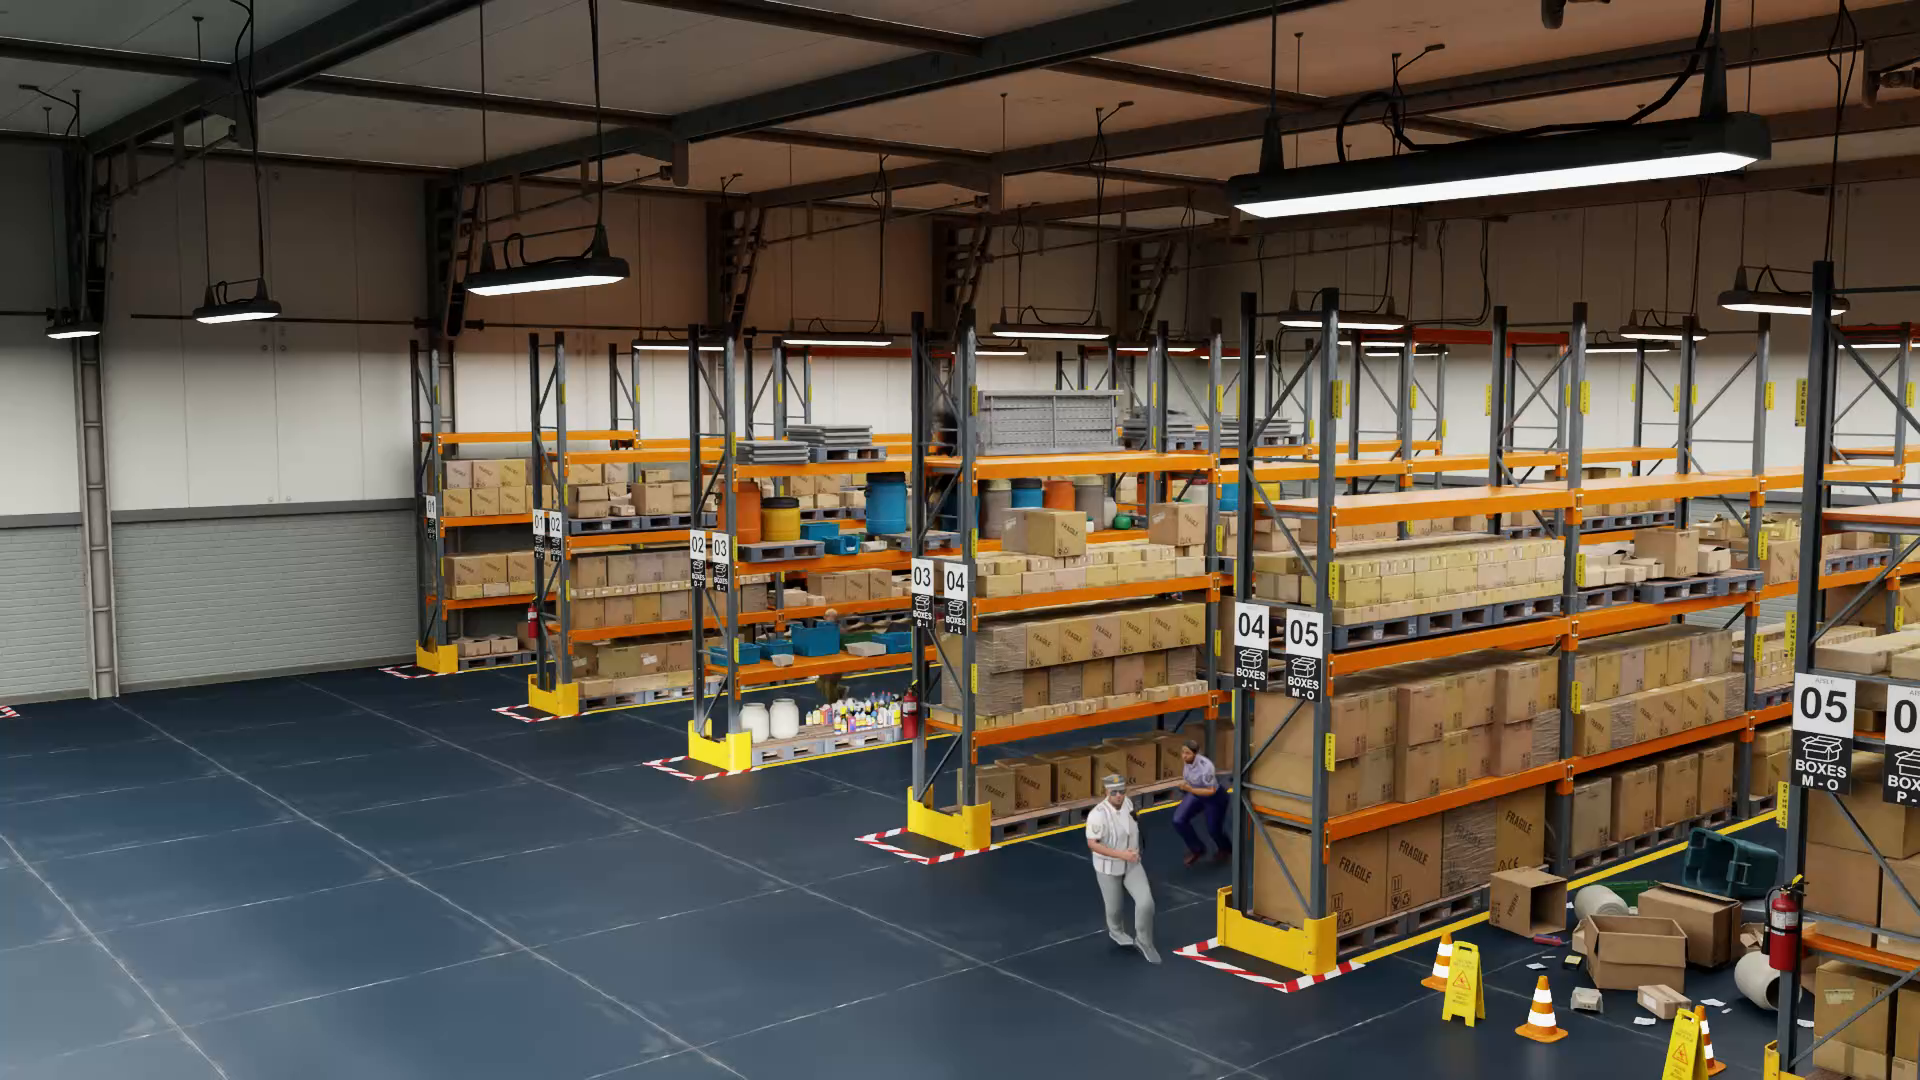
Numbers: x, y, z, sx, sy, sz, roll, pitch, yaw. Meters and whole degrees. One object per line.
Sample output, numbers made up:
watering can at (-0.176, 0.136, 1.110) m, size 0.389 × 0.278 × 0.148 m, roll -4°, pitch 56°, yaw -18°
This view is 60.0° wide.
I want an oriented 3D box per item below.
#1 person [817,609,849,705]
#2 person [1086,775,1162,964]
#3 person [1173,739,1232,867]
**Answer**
person at (-1.948, 1.921, 25.873) m, size 0.672 × 1.725 × 0.702 m, roll -4°, pitch 7°, yaw -40°
person at (1.409, 2.944, 14.984) m, size 0.727 × 1.782 × 0.763 m, roll -2°, pitch 6°, yaw -18°
person at (2.630, 2.789, 17.777) m, size 1.063 × 1.435 × 0.545 m, roll -5°, pitch 7°, yaw -42°
